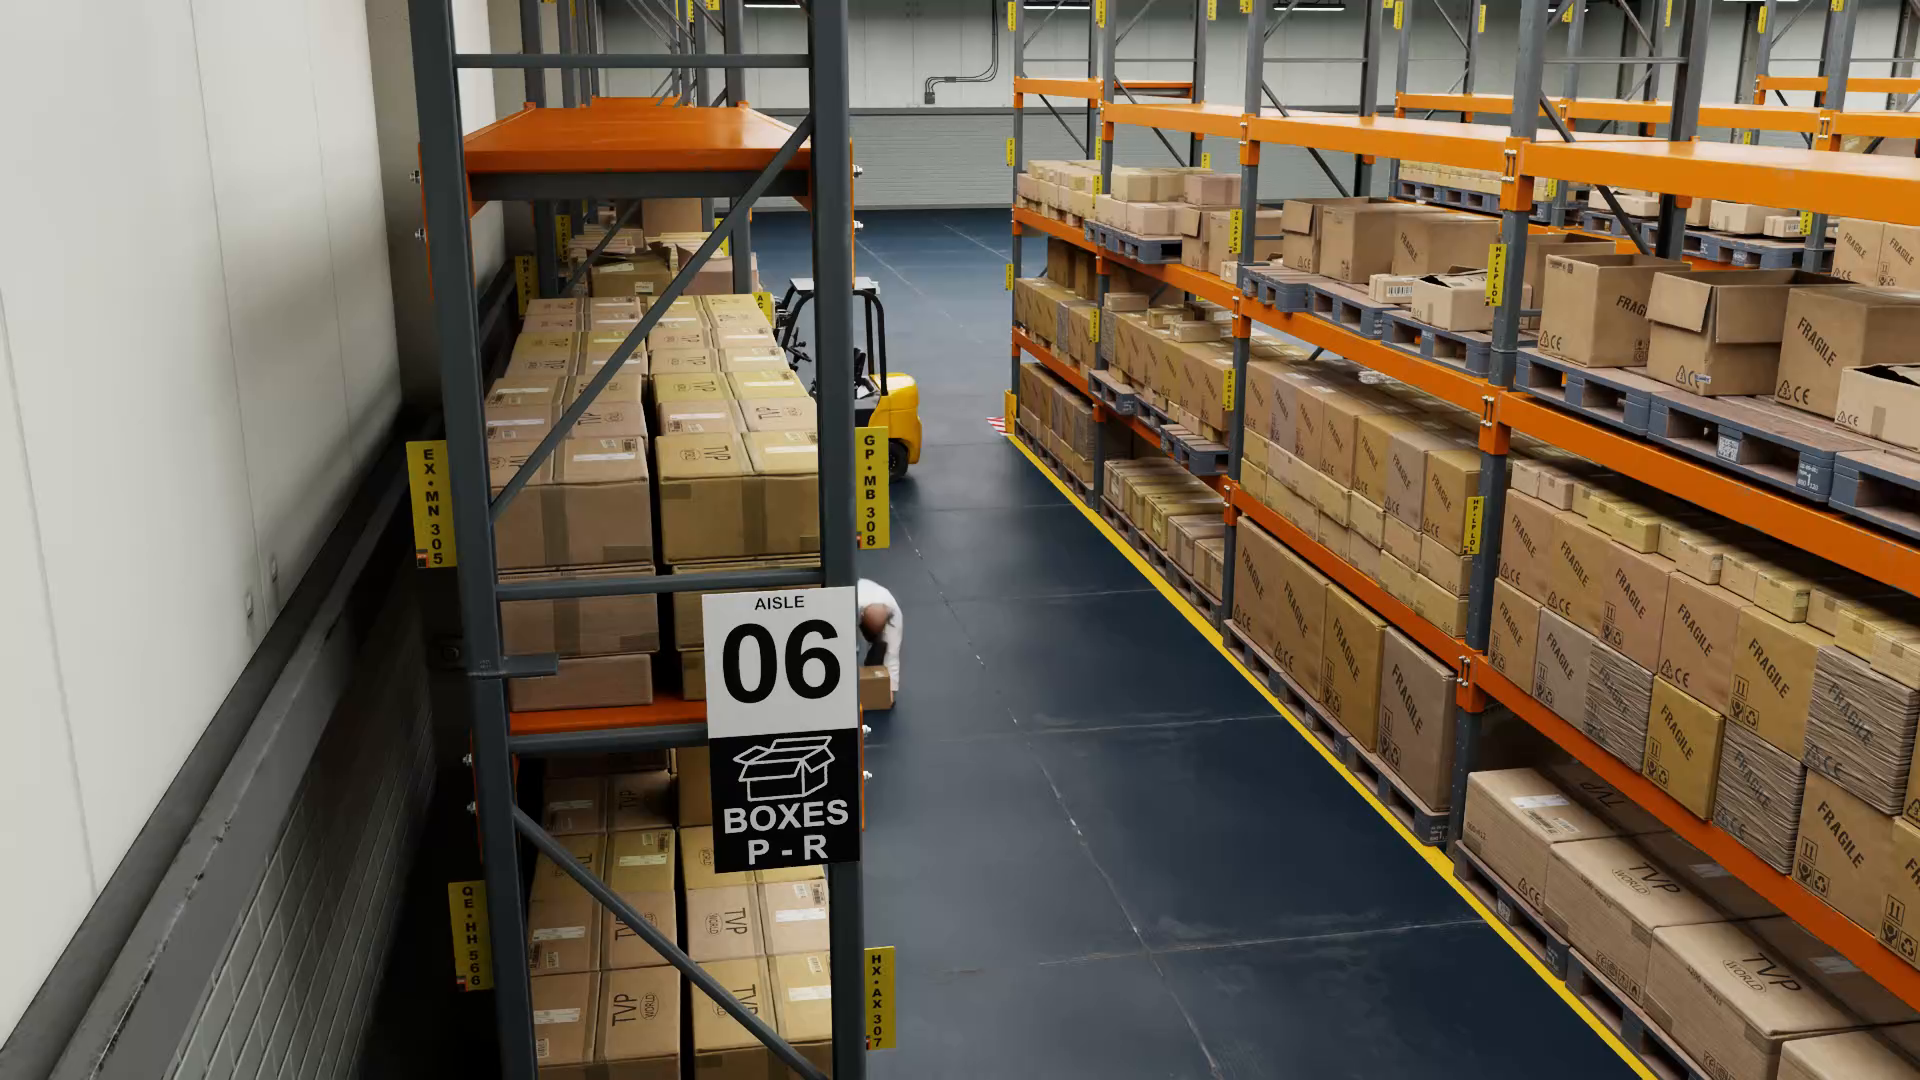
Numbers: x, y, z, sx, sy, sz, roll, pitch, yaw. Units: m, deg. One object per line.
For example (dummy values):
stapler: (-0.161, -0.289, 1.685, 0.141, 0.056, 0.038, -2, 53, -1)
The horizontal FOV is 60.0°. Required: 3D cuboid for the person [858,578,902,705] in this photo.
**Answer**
person: (-0.725, 0.728, 12.343, 0.572, 0.816, 0.941, -3, 16, -11)
